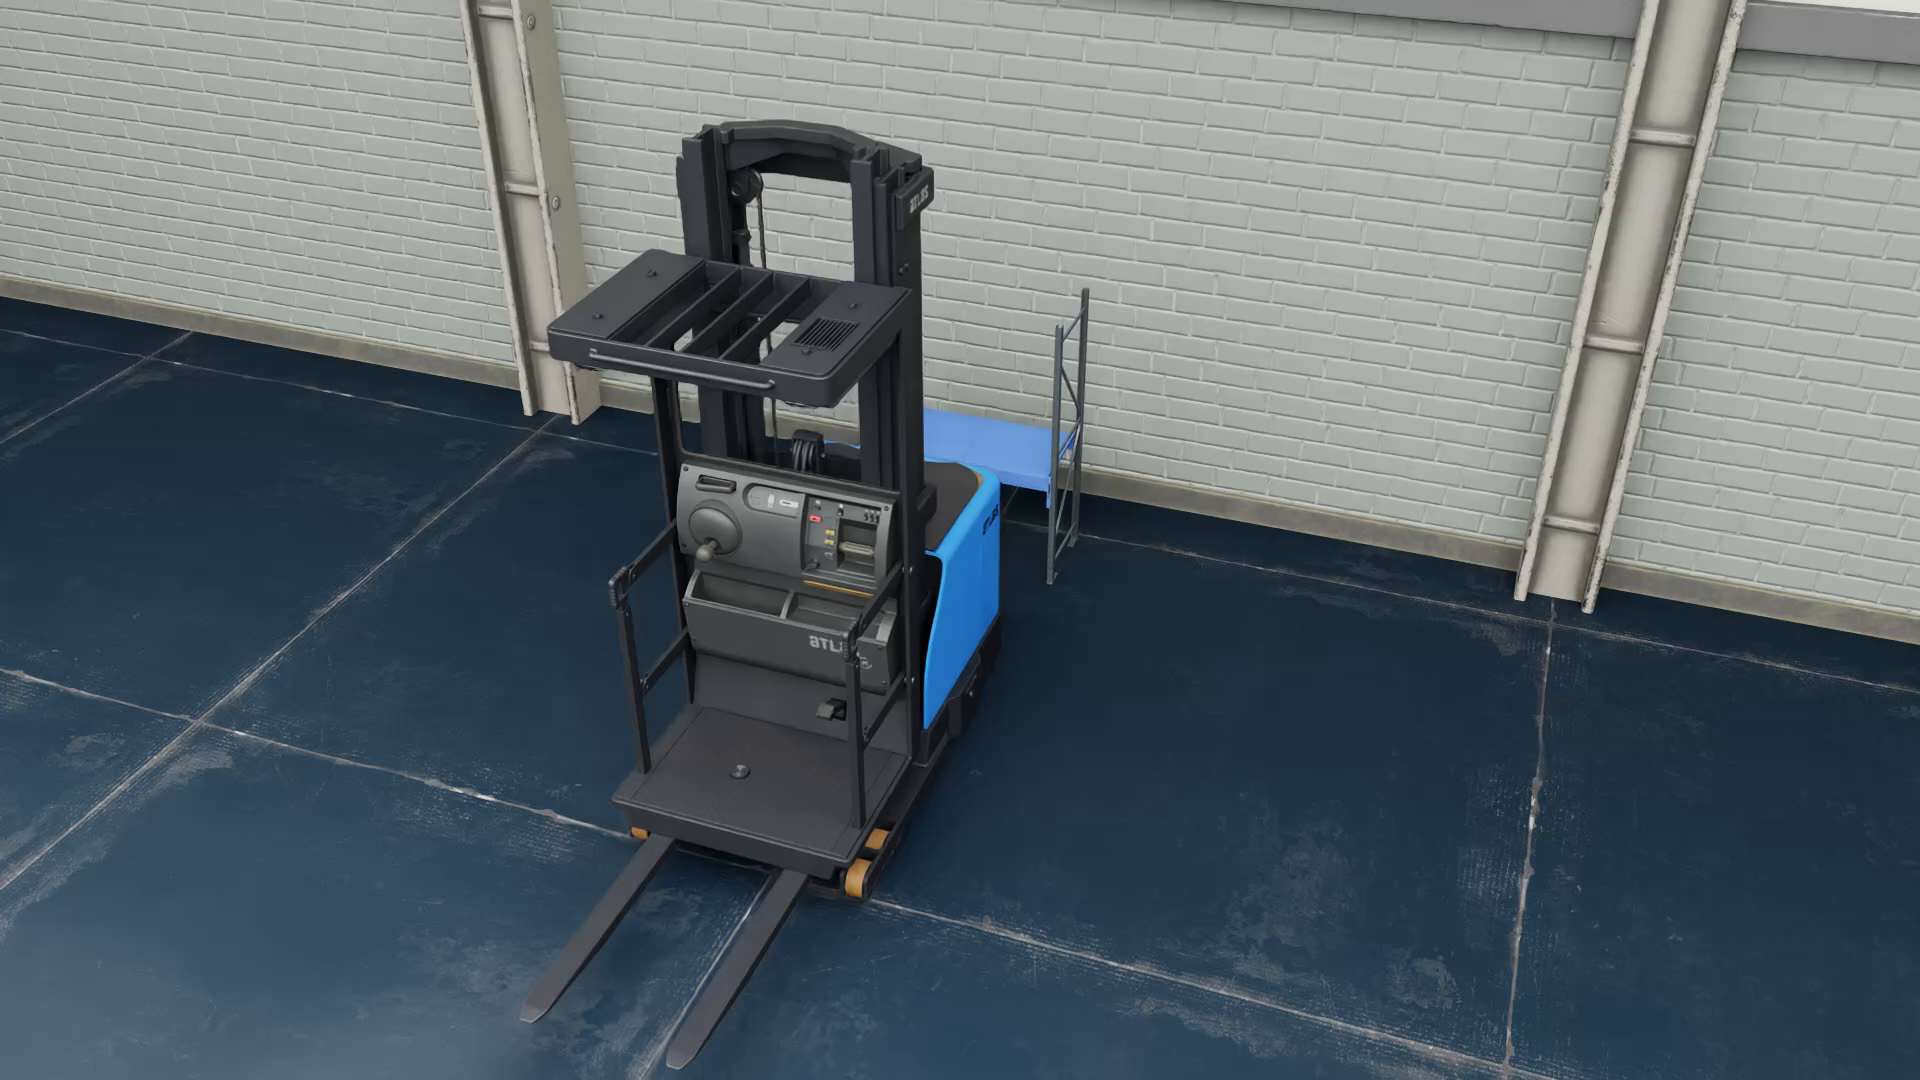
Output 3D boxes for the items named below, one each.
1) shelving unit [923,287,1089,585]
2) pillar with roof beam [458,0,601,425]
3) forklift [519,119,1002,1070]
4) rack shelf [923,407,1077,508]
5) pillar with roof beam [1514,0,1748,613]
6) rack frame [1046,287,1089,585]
[{"bbox_3d":[0.080,-0.614,8.787,1.048,1.500,0.538,11,34,16],"label":"shelving unit"},{"bbox_3d":[-3.952,-2.413,4.659,0.400,9.000,9.100,11,34,16],"label":"pillar with roof beam"},{"bbox_3d":[-0.782,0.003,6.512,1.130,2.935,3.031,11,35,17],"label":"forklift"},{"bbox_3d":[0.080,-0.463,8.885,1.000,0.185,0.538,11,34,16],"label":"rack shelf"},{"bbox_3d":[1.696,-1.315,2.958,0.400,9.000,9.100,11,34,16],"label":"pillar with roof beam"},{"bbox_3d":[0.559,-0.521,8.643,0.032,1.500,0.500,11,34,16],"label":"rack frame"}]
